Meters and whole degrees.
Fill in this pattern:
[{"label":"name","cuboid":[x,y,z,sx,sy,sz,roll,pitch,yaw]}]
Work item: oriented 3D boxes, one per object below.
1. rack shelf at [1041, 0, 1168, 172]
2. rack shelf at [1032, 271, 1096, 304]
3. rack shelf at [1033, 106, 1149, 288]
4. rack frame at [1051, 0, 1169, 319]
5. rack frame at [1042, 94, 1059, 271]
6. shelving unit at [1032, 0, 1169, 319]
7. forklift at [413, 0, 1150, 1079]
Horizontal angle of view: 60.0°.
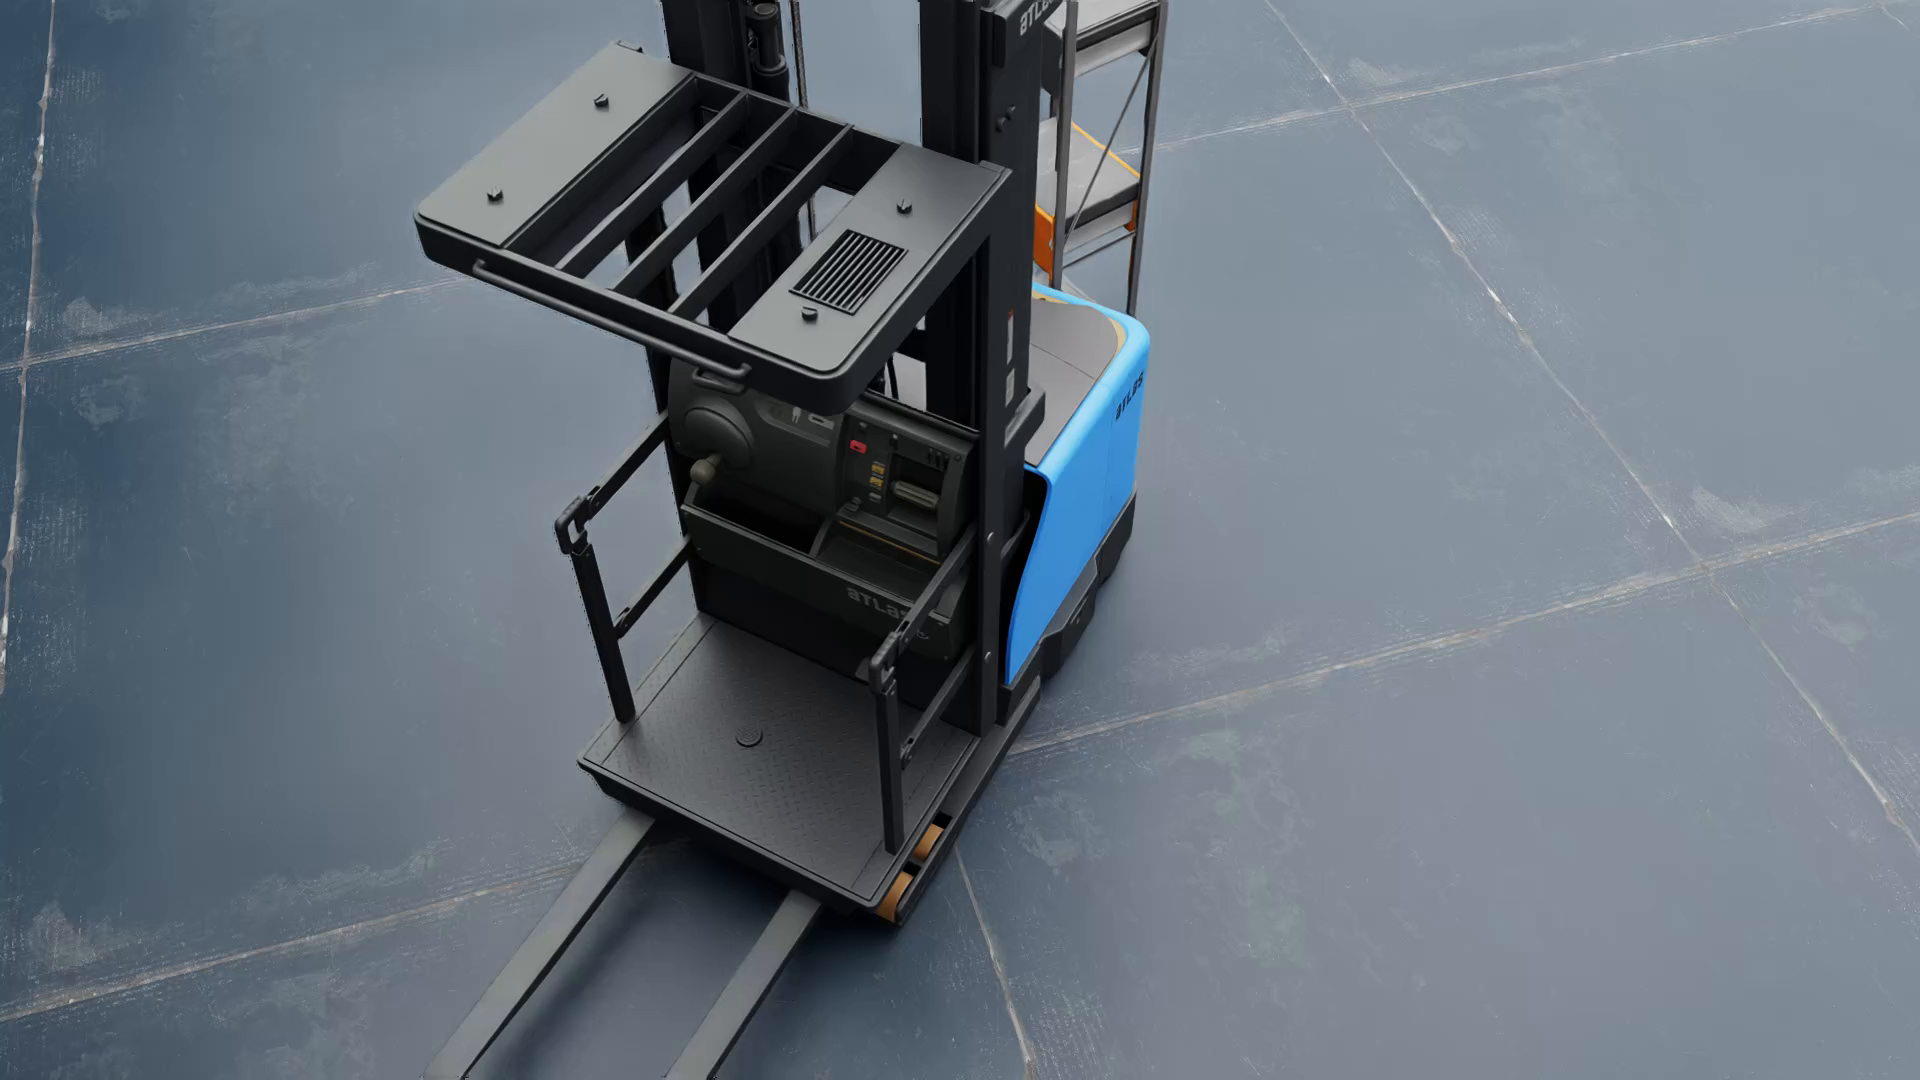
[{"label":"rack shelf","cuboid":[0.331,-1.582,5.313,0.431,0.518,0.480,-29,56,-22]},{"label":"rack shelf","cuboid":[0.331,-0.680,6.383,0.431,0.518,0.480,-29,56,-22]},{"label":"rack shelf","cuboid":[0.331,-1.131,5.848,0.431,0.518,0.480,-29,56,-22]},{"label":"rack frame","cuboid":[0.476,-0.990,5.711,0.400,2.100,0.015,-29,56,-22]},{"label":"rack frame","cuboid":[0.187,-1.290,5.964,0.400,2.100,0.015,-29,56,-22]},{"label":"shelving unit","cuboid":[0.331,-1.140,5.837,0.431,2.100,0.503,-29,56,-22]},{"label":"forklift","cuboid":[-0.505,-0.149,4.459,1.130,2.935,3.031,22,53,18]}]
